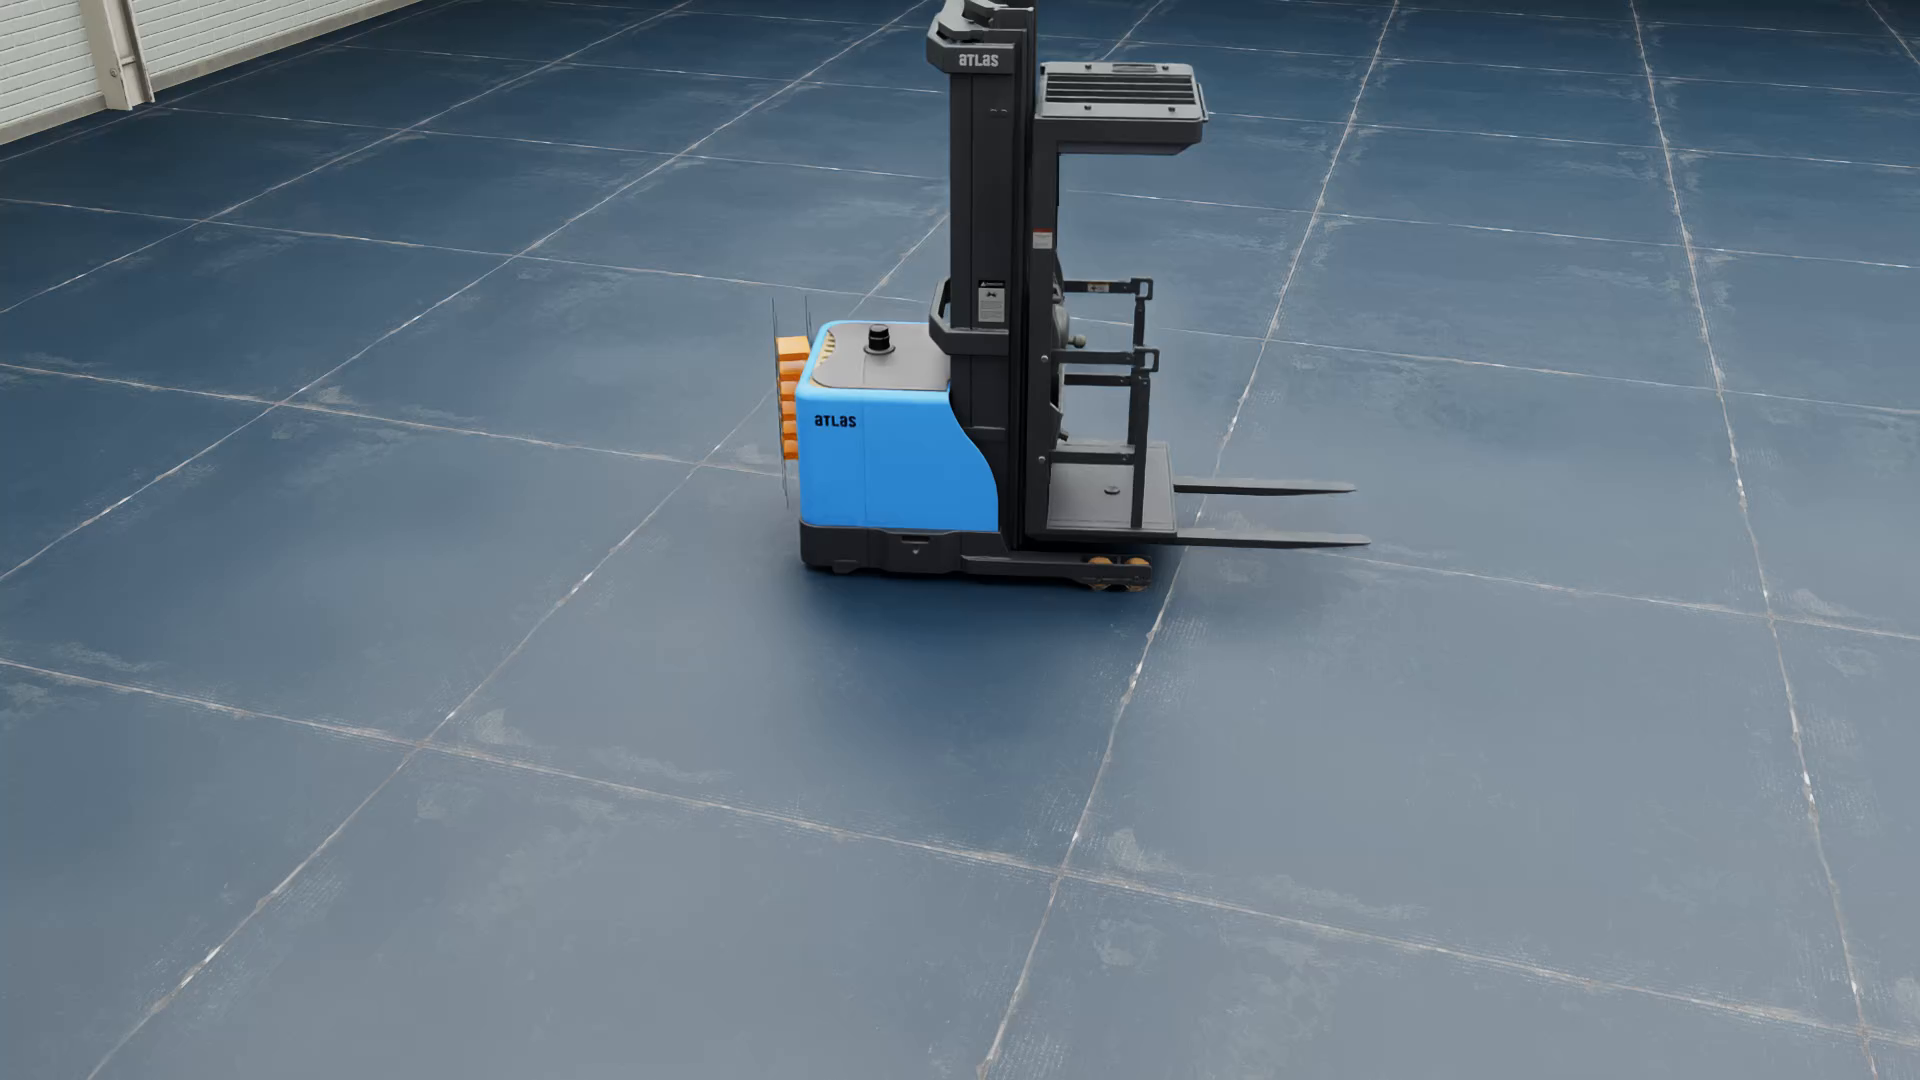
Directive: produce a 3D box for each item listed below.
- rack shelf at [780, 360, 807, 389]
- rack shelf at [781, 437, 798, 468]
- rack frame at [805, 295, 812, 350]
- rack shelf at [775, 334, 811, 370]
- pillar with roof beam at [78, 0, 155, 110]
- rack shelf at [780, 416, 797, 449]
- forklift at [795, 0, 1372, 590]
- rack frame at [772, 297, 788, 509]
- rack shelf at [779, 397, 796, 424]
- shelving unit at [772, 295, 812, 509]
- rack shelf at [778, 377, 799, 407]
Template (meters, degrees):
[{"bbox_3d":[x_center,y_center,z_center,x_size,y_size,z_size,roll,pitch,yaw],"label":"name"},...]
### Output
[{"bbox_3d":[-0.926,-0.938,9.299,0.180,0.103,0.258,-5,29,-9],"label":"rack shelf"},{"bbox_3d":[-0.926,-0.518,9.532,0.180,0.103,0.258,-5,29,-9],"label":"rack shelf"},{"bbox_3d":[-0.836,-0.775,9.408,0.006,1.200,0.240,-5,29,-9],"label":"rack frame"},{"bbox_3d":[-0.926,-1.043,9.241,0.180,0.103,0.258,-5,29,-9],"label":"rack shelf"},{"bbox_3d":[-4.603,-7.893,14.181,9.100,9.000,0.400,8,30,15],"label":"pillar with roof beam"},{"bbox_3d":[-0.926,-0.623,9.474,0.180,0.103,0.258,-5,29,-9],"label":"rack shelf"},{"bbox_3d":[0.686,-1.284,8.544,3.031,2.935,1.130,2,29,4],"label":"forklift"},{"bbox_3d":[-1.016,-0.759,9.380,0.006,1.200,0.240,-5,29,-9],"label":"rack frame"},{"bbox_3d":[-0.926,-0.728,9.416,0.180,0.103,0.258,-5,29,-9],"label":"rack shelf"},{"bbox_3d":[-0.926,-0.767,9.394,0.189,1.200,0.258,-5,29,-9],"label":"shelving unit"},{"bbox_3d":[-0.926,-0.833,9.357,0.180,0.103,0.258,-5,29,-9],"label":"rack shelf"}]
